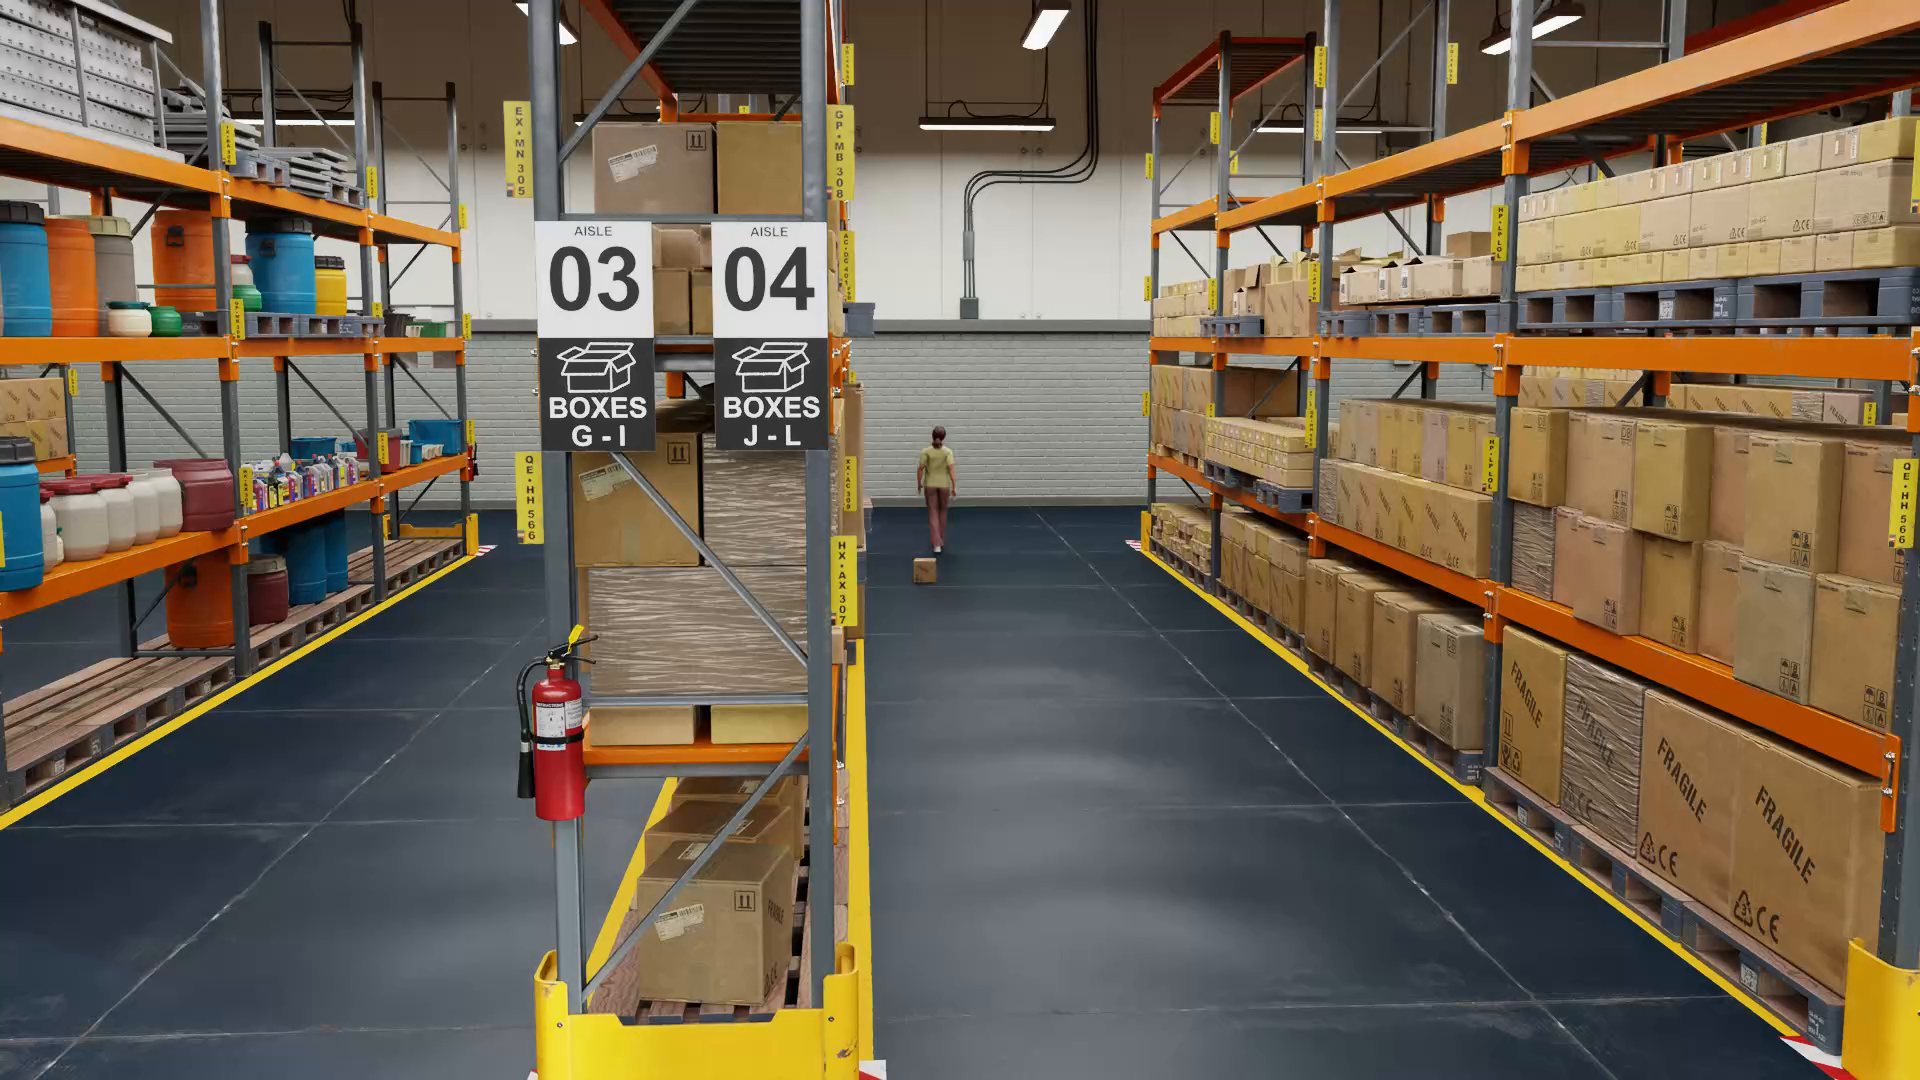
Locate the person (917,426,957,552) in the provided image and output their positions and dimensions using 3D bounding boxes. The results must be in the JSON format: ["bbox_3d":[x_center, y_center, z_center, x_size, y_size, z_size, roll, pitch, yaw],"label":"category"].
[{"bbox_3d":[-0.342,-0.686,21.895,0.494,1.645,0.830,-1,7,-11],"label":"person"}]
